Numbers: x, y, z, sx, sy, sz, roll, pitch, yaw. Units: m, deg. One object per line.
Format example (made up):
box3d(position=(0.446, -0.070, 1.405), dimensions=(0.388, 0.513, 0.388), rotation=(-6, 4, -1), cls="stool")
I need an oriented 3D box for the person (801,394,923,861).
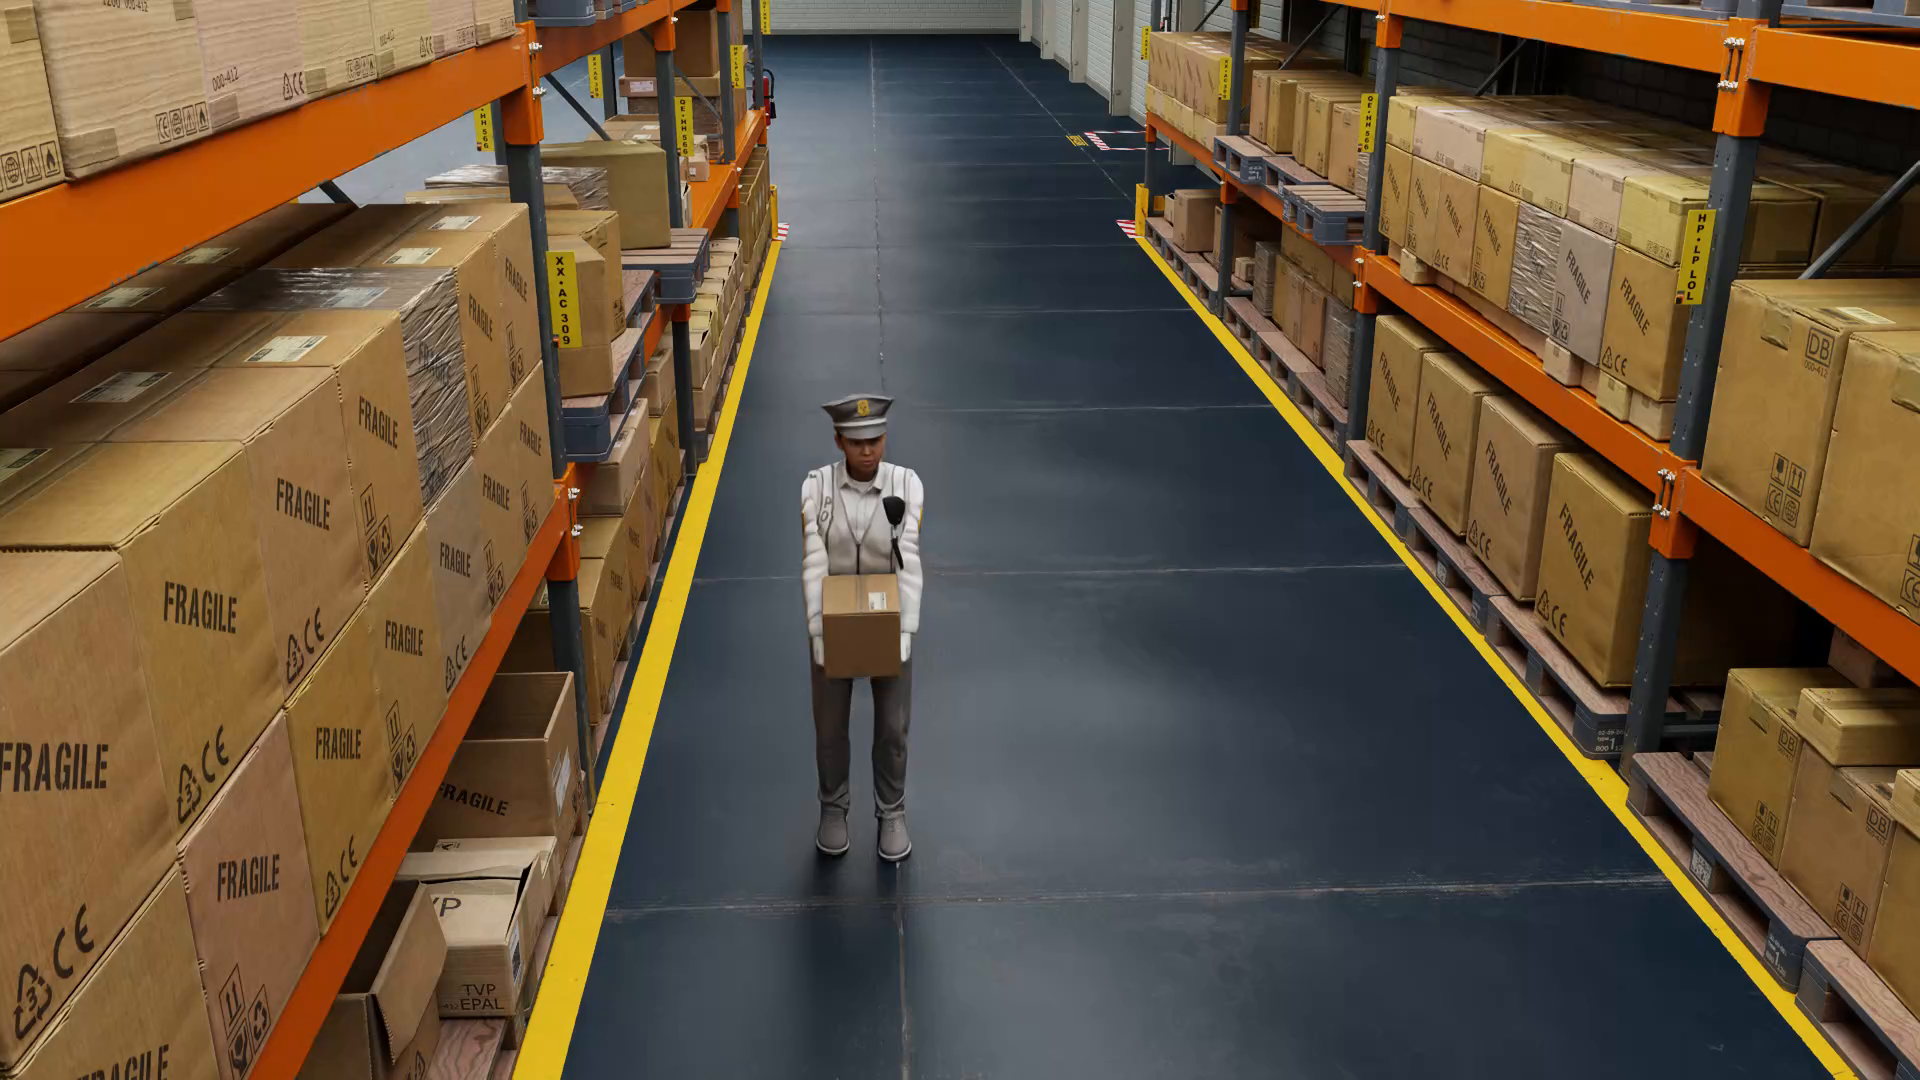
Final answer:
box3d(position=(-0.327, 0.317, 5.715), dimensions=(0.416, 1.684, 0.530), rotation=(-1, 21, -4), cls="person")
